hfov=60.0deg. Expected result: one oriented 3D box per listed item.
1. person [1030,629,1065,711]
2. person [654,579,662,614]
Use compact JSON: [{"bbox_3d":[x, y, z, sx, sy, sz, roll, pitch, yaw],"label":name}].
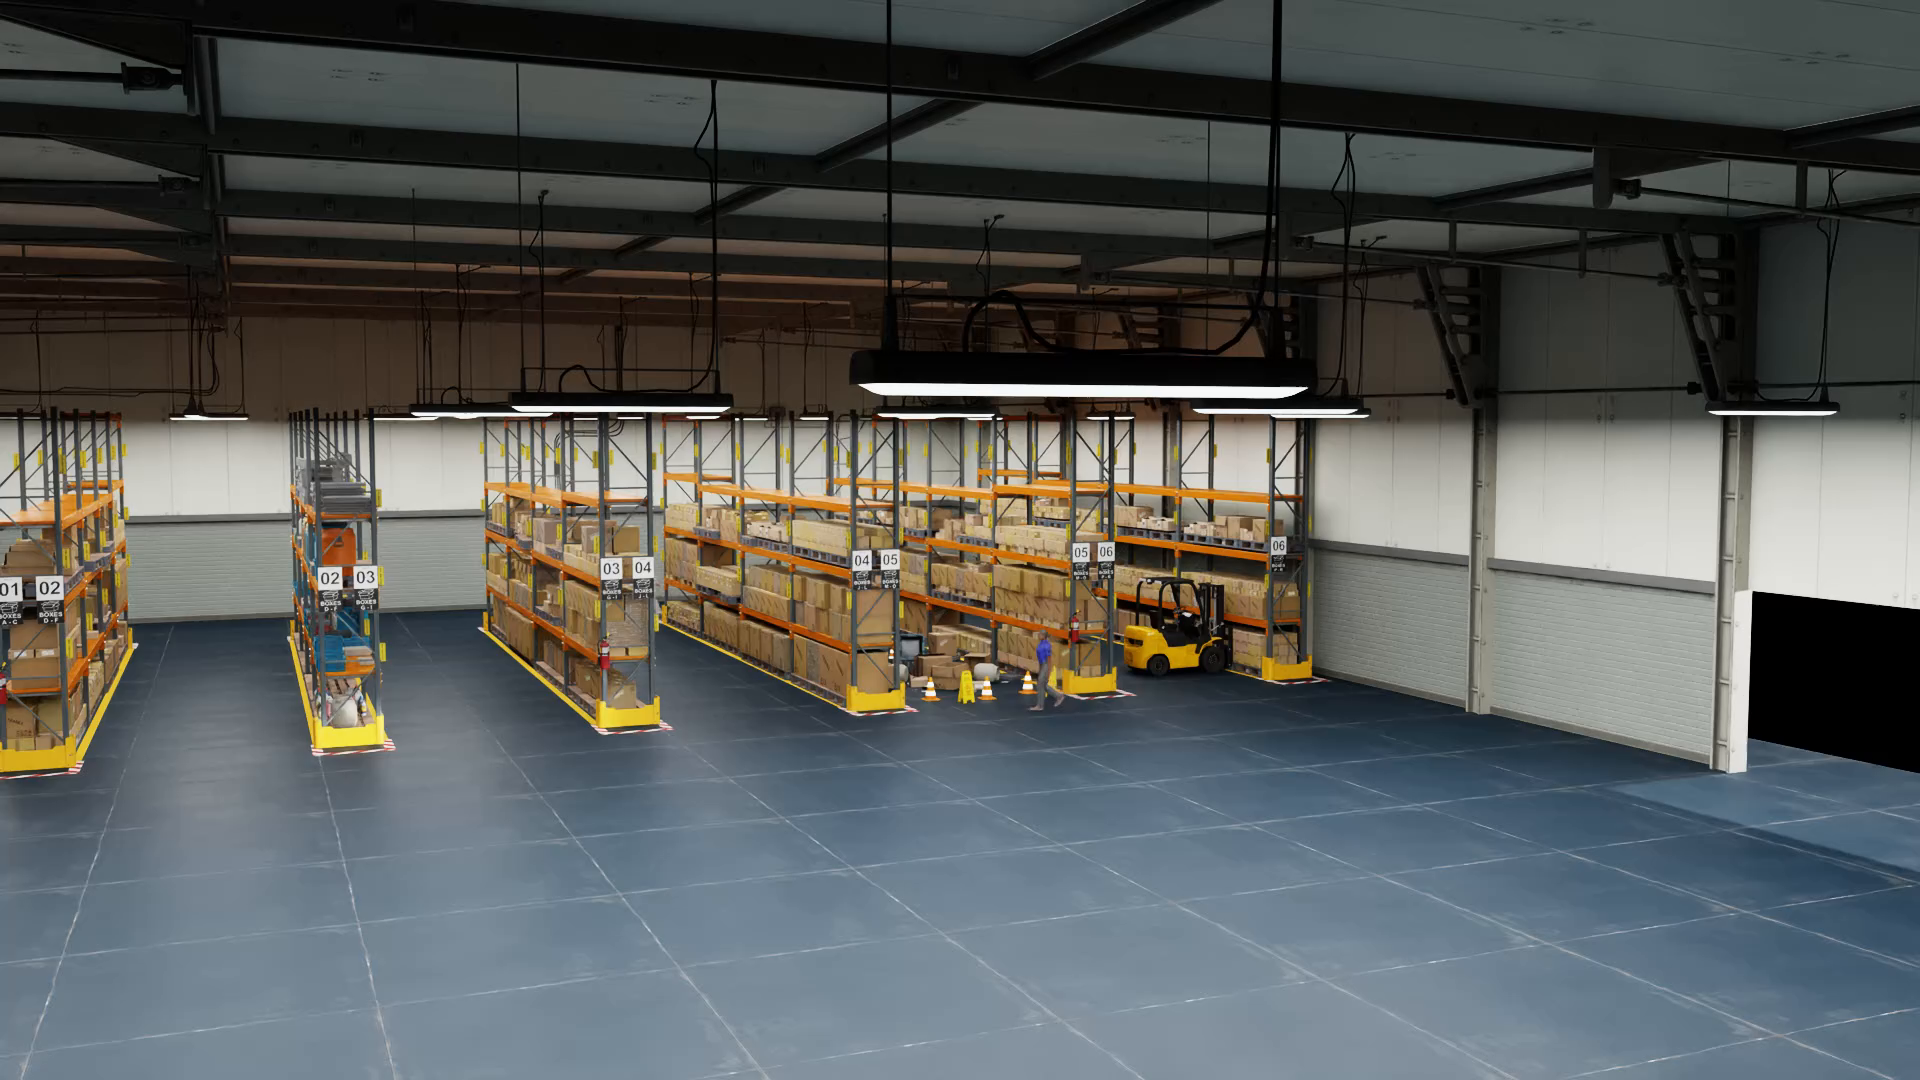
[{"bbox_3d":[1.747,2.578,33.213,0.762,1.632,0.523,-1,4,-10],"label":"person"},{"bbox_3d":[-9.321,1.367,49.621,1.186,1.702,0.522,-1,4,-20],"label":"person"}]
